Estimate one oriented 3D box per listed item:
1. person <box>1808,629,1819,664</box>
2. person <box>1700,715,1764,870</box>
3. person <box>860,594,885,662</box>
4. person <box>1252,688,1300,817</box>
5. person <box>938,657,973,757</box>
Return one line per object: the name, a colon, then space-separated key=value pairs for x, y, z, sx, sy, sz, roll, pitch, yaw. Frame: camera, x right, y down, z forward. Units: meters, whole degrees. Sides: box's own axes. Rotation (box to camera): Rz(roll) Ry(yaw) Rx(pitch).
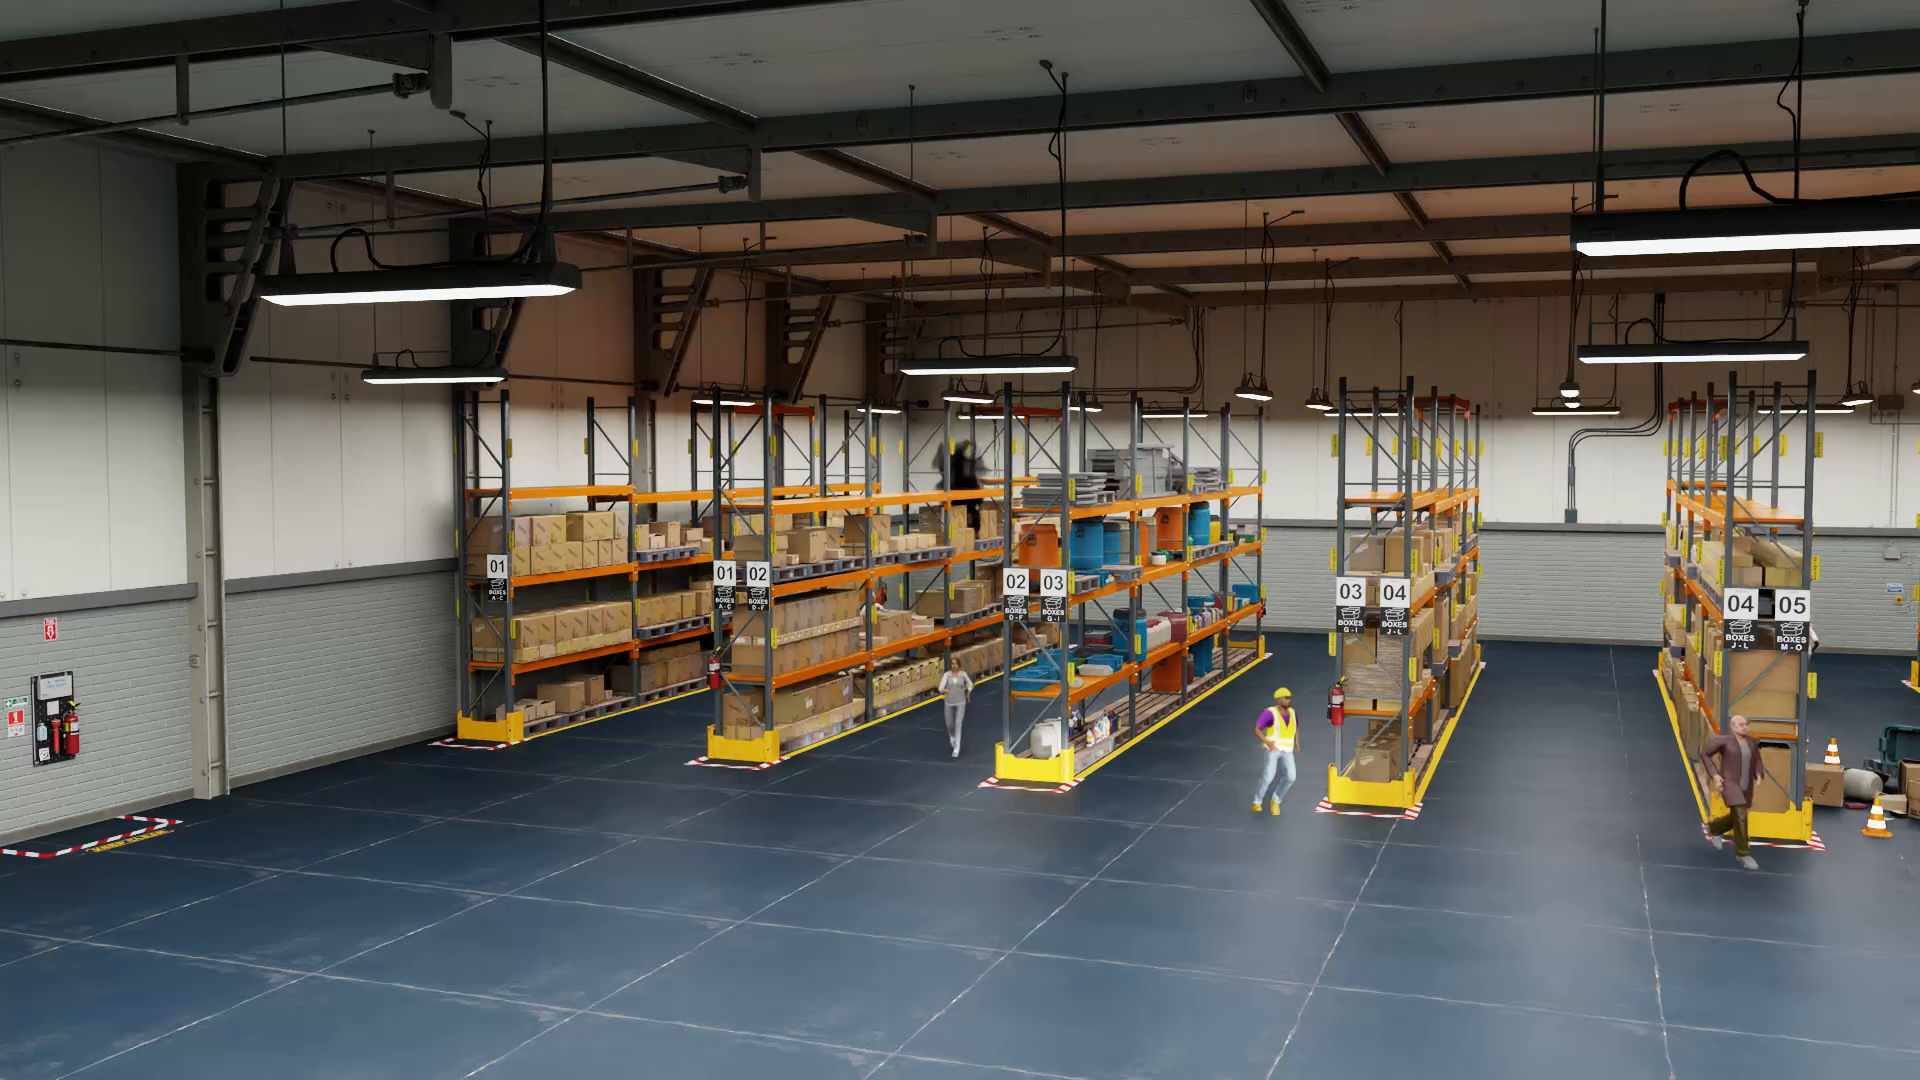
person: x=17.015 y=2.319 z=33.614 sx=0.584 sy=1.659 sz=0.739 roll=1 pitch=3 yaw=15
person: x=9.409 y=3.016 z=20.222 sx=0.725 sy=1.797 sz=0.991 roll=-1 pitch=3 yaw=-16
person: x=-2.012 y=2.065 z=38.362 sx=0.609 sy=1.664 sz=0.891 roll=0 pitch=3 yaw=5
person: x=4.373 y=2.892 z=22.728 sx=0.765 sy=1.741 sz=0.635 roll=-1 pitch=3 yaw=-17
person: x=-0.076 y=2.696 z=27.179 sx=0.543 sy=1.578 sz=0.882 roll=0 pitch=3 yaw=6
